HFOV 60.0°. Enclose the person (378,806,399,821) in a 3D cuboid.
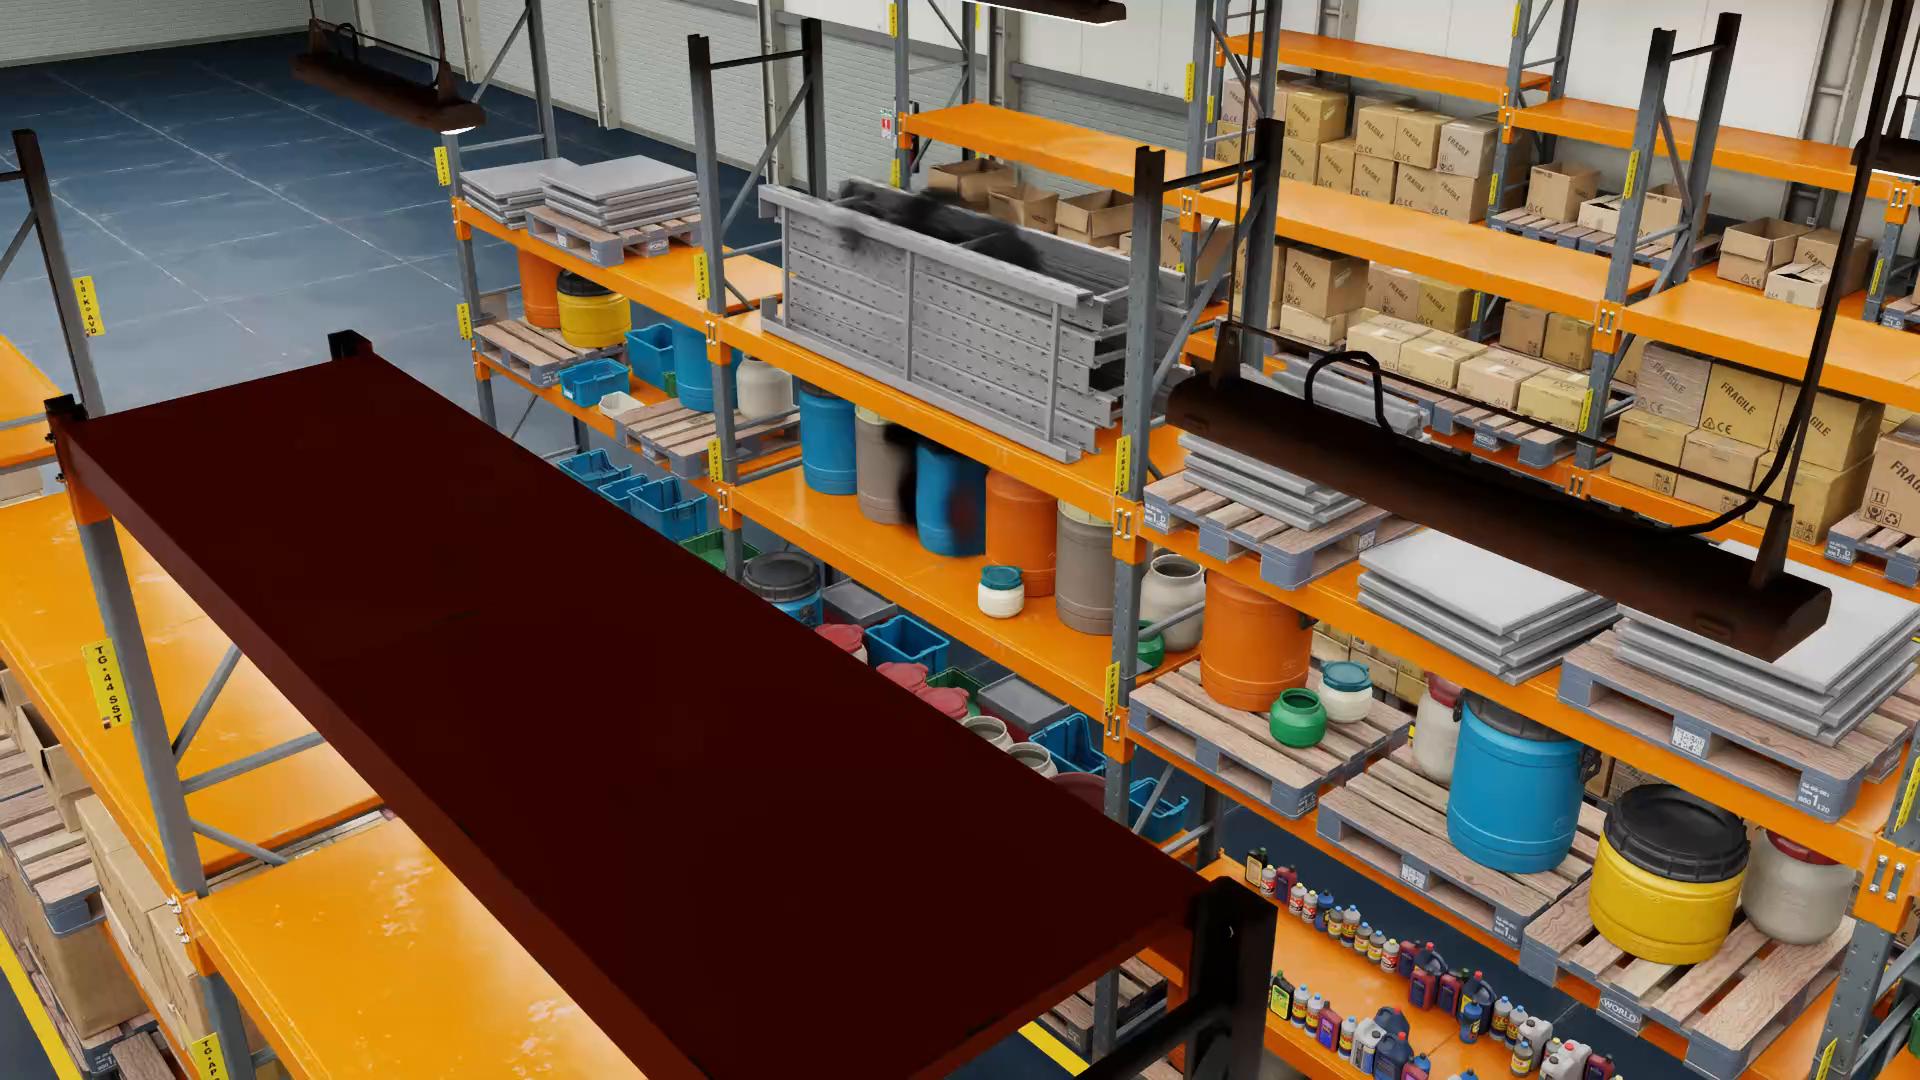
[{"bbox_3d":[-4.060,1.646,11.911,0.553,1.617,0.580,20,33,33],"label":"person"}]
